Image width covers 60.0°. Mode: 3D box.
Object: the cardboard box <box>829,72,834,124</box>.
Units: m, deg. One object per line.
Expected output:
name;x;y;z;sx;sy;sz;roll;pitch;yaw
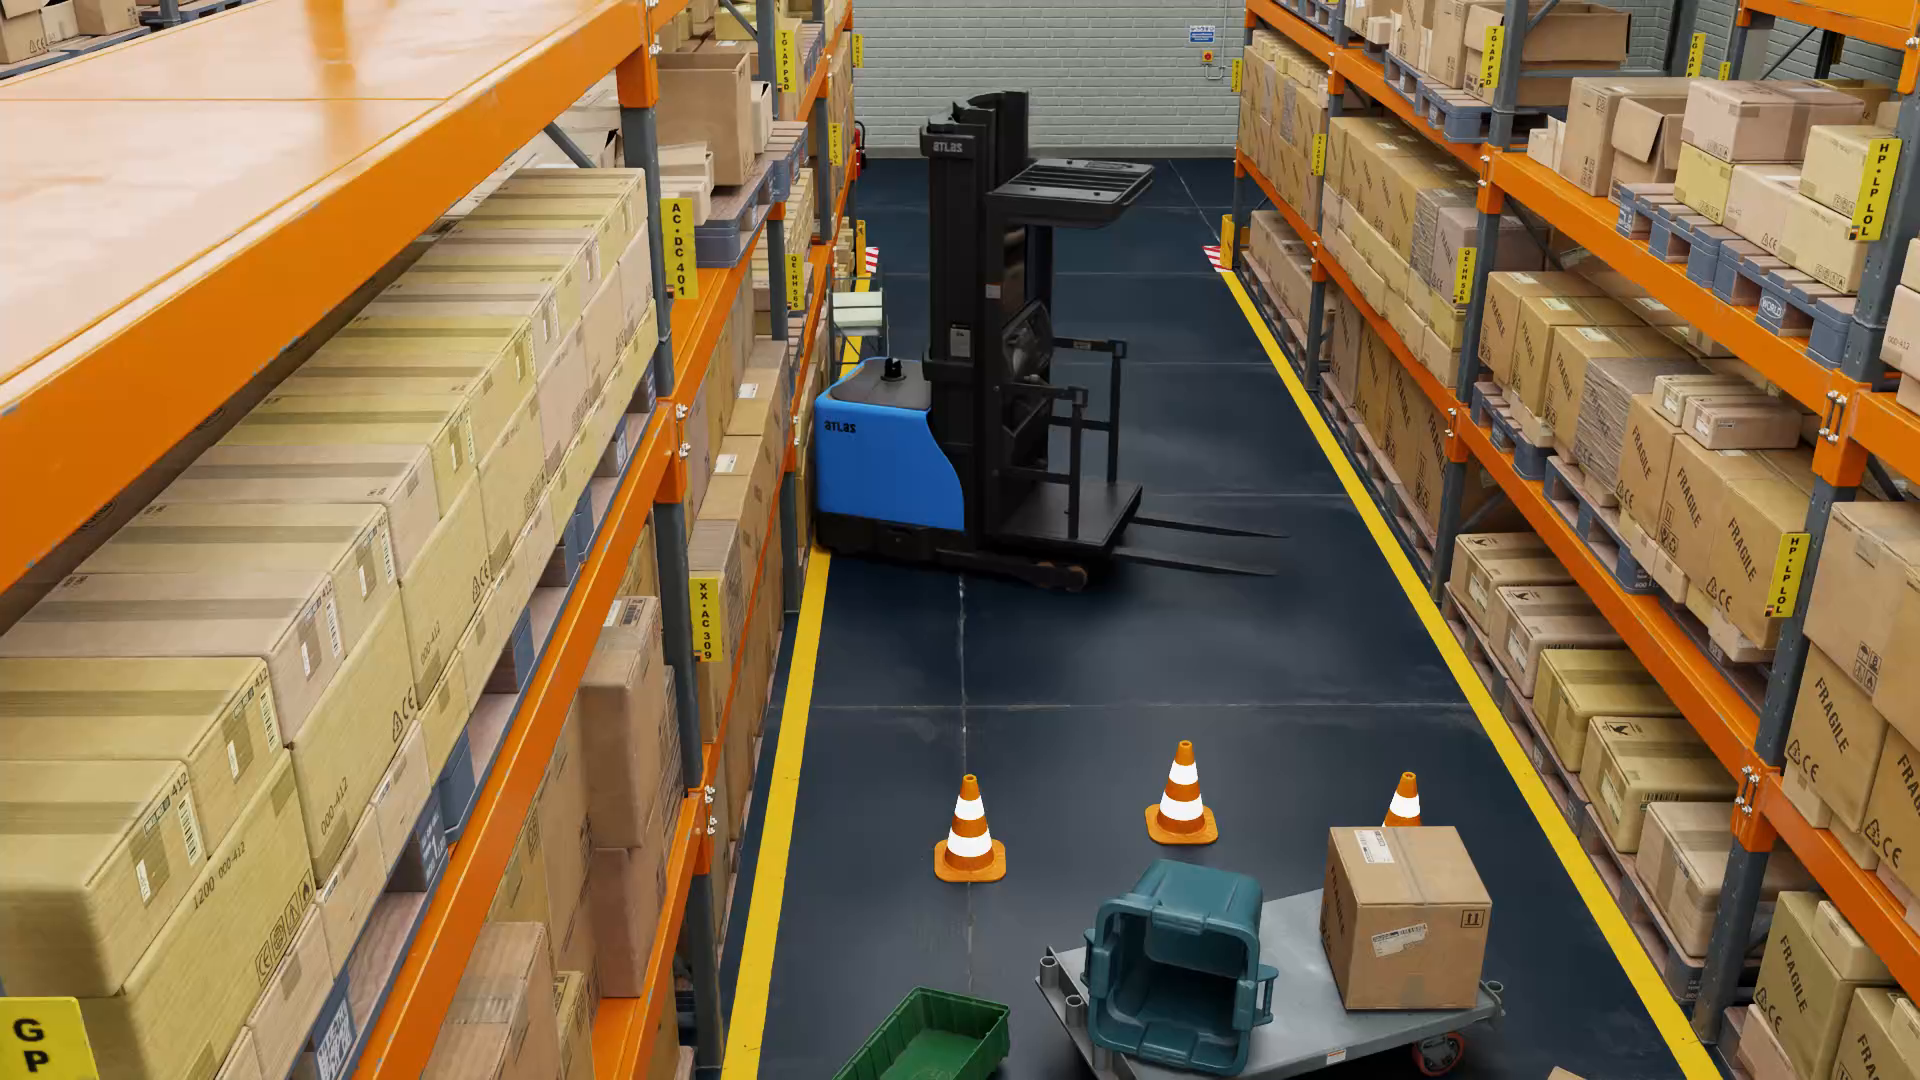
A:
cardboard box;-1.317;-3.618;13.914;0.500;0.500;0.500;-1;24;-2

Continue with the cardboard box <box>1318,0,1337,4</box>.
cardboard box;3.087;-4.449;13.339;0.396;0.266;0.258;1;24;1

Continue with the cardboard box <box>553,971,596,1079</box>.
cardboard box;-1.409;1.467;4.185;0.875;0.550;0.500;0;24;-1

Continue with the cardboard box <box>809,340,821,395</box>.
cardboard box;-1.262;-1.240;11.965;0.500;0.250;0.500;-1;24;-3

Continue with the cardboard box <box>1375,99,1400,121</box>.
cardboard box;3.650;-3.343;13.668;0.500;0.500;0.500;0;24;0

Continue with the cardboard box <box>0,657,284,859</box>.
cardboard box;-1.091;0.269;2.081;0.380;0.149;0.250;0;24;0

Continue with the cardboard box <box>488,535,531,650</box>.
cardboard box;-1.105;0.107;3.407;0.380;0.149;0.250;0;24;0

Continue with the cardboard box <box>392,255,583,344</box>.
cardboard box;-1.113;-0.570;3.937;0.380;0.149;0.250;0;24;0

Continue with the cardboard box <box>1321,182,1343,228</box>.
cardboard box;3.136;-2.622;12.982;0.500;0.250;0.500;-1;24;-2

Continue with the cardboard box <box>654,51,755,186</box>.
cardboard box;-1.193;-1.867;7.345;0.500;0.500;0.500;0;24;-1

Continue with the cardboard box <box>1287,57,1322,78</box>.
cardboard box;3.123;-4.195;14.764;0.380;0.149;0.250;0;24;-1

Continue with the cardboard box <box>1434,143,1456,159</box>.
cardboard box;3.668;-2.541;11.893;0.500;0.500;0.500;0;24;1

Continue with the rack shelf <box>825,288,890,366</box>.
rack shelf;-0.735;-1.512;11.826;0.431;0.370;0.720;-2;24;-5

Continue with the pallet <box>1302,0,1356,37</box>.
pallet;3.415;-4.308;13.604;1.003;0.211;1.213;0;24;-1

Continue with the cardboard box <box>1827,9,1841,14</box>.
cardboard box;8.024;-4.805;14.898;0.380;0.149;0.250;0;24;0

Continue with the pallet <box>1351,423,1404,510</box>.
pallet;3.513;-0.553;12.216;1.003;0.211;1.213;0;24;-1

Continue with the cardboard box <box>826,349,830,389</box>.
cardboard box;-1.275;-1.330;13.073;0.500;0.500;0.500;-1;24;-2

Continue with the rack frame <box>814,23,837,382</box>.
rack frame;-1.535;-2.581;13.317;1.000;3.000;0.127;0;24;-1

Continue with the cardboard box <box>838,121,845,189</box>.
cardboard box;-1.271;-3.379;14.598;0.500;0.500;0.500;-1;24;-2

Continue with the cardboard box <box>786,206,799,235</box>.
cardboard box;-1.322;-2.227;11.608;0.380;0.149;0.250;-1;24;-3

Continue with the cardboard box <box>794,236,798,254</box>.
cardboard box;-1.318;-1.987;11.438;0.380;0.149;0.250;1;24;1

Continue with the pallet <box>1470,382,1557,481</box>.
pallet;3.571;-0.616;9.205;1.213;0.211;1.003;0;24;-1

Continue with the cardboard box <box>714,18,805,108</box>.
cardboard box;-1.255;-2.994;10.467;0.500;0.500;0.500;0;24;-1

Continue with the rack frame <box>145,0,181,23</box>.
rack frame;-6.496;-5.334;12.123;1.000;3.000;0.127;0;24;-1

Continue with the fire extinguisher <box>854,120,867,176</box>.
fire extinguisher;-1.120;-4.130;17.288;0.296;0.674;0.183;0;24;-1

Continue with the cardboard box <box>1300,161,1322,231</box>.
cardboard box;3.153;-2.880;13.857;0.500;0.500;0.500;0;24;0

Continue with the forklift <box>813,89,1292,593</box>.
forklift;0.616;-1.248;10.454;3.031;2.935;1.130;8;26;17

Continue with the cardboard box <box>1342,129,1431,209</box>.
cardboard box;3.164;-2.754;12.364;0.500;0.500;0.500;0;24;-1

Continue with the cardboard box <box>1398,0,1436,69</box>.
cardboard box;3.148;-3.325;10.691;0.500;0.500;0.500;0;24;0

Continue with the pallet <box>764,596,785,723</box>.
pallet;-1.558;0.663;9.528;1.003;0.211;1.213;0;24;-1

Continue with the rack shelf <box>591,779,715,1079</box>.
rack shelf;-1.426;1.867;4.354;1.077;0.370;4.000;0;24;-1

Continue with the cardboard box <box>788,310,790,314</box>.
cardboard box;-1.305;-1.528;10.783;0.380;0.149;0.250;1;24;2

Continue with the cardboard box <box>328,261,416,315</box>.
cardboard box;-1.715;-0.545;4.364;0.500;0.250;0.500;0;24;-1

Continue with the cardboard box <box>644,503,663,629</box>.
cardboard box;-1.459;0.010;6.254;0.700;0.500;0.500;-1;24;-1

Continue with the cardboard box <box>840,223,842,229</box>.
cardboard box;-1.374;-3.072;16.630;0.380;0.149;0.250;0;24;0

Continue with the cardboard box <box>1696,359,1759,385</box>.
cardboard box;3.768;-0.537;7.806;0.500;0.500;0.500;-1;24;-3

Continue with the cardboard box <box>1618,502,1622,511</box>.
cardboard box;3.322;-0.165;7.771;0.380;0.149;0.250;-1;24;-2

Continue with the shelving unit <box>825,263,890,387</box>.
shelving unit;-0.735;-1.157;11.987;0.431;1.500;0.755;-2;24;-5

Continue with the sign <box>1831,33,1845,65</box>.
sign;8.888;-4.983;16.839;0.100;0.325;0.005;0;24;-1

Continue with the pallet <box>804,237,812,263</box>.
pallet;-1.672;-2.178;12.658;1.003;0.211;1.213;0;24;-1

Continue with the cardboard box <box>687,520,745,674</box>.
cardboard box;-1.191;0.244;6.949;0.500;0.500;0.500;0;24;0

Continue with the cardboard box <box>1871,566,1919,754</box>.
cardboard box;3.272;0.408;5.013;0.700;0.500;0.500;0;24;0

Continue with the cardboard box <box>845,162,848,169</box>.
cardboard box;-1.283;-3.671;16.031;0.380;0.149;0.250;0;24;1

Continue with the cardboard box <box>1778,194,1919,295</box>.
cardboard box;3.350;-1.078;6.026;0.500;0.250;0.500;-1;24;-2

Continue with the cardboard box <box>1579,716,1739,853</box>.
cardboard box;3.481;1.145;7.757;0.950;0.372;0.625;1;24;3

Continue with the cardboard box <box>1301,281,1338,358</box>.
cardboard box;3.514;-1.928;14.472;0.875;0.438;0.875;-1;24;-1

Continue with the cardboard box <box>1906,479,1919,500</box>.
cardboard box;3.849;-0.212;6.299;0.380;0.149;0.250;0;24;-1

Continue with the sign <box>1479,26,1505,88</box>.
sign;2.902;-2.636;9.074;0.100;0.325;0.005;0;24;-1

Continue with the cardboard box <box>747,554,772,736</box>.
cardboard box;-1.562;0.513;8.697;1.050;0.750;0.750;0;24;0

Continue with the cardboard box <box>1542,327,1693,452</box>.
cardboard box;3.256;-0.749;8.274;0.500;0.500;0.500;0;24;0

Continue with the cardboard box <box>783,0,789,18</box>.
cardboard box;-1.641;-4.028;12.245;0.700;0.500;0.500;0;24;0

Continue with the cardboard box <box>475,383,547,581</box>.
cardboard box;-1.170;-0.131;3.449;0.500;0.250;0.500;0;24;-1

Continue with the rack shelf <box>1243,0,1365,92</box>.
rack shelf;3.392;-4.508;14.810;1.077;0.370;4.000;0;24;-1

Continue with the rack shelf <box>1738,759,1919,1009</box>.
rack shelf;3.523;1.804;4.495;1.077;0.370;4.000;0;24;-1

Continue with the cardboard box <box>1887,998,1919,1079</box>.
cardboard box;3.186;1.584;5.238;0.380;0.149;0.250;1;24;1
